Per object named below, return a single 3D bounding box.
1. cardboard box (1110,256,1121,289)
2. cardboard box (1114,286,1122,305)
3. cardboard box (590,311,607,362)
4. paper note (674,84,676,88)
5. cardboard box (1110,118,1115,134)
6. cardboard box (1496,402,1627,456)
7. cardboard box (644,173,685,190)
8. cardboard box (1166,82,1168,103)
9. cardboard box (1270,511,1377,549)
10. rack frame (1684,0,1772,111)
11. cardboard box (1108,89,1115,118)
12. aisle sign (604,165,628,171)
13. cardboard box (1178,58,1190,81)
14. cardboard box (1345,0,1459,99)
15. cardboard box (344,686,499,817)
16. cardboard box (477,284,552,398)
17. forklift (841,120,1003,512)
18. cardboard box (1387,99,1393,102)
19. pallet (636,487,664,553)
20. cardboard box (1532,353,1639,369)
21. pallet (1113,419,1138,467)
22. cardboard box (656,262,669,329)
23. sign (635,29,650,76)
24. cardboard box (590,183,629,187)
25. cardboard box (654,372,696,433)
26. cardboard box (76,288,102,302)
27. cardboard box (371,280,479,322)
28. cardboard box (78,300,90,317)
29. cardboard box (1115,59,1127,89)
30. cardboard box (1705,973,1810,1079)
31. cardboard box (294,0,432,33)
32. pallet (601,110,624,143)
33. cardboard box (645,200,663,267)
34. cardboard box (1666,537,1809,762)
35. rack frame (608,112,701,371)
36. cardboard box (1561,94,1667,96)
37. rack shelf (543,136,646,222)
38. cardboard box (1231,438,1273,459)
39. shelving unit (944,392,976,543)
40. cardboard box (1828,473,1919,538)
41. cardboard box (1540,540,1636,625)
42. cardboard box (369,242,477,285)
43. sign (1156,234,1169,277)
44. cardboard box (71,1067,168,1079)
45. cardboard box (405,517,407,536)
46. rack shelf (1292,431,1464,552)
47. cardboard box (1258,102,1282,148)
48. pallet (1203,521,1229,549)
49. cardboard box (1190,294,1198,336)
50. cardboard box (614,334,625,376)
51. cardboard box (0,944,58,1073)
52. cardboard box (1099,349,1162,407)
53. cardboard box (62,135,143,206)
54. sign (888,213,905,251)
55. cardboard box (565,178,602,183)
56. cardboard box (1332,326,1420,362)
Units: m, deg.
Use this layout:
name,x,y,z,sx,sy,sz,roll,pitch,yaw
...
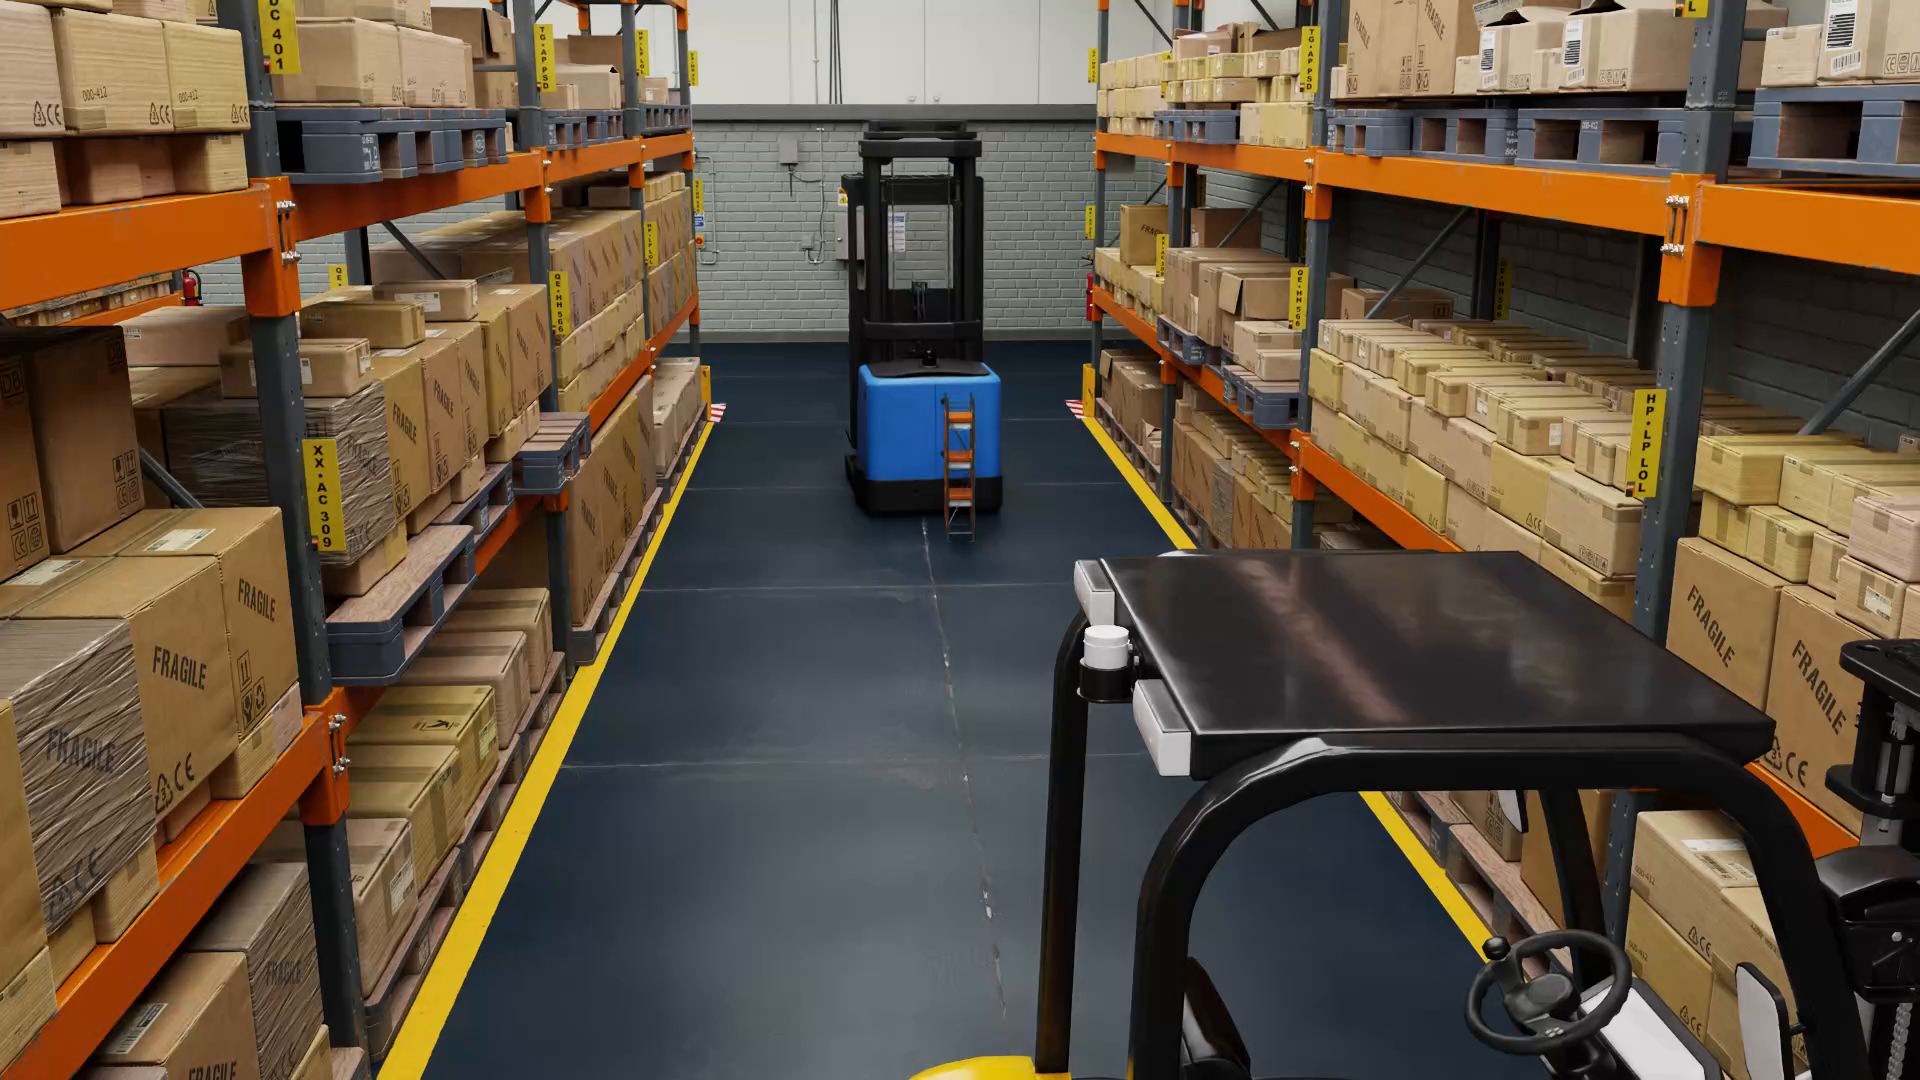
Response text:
name,x,y,z,sx,sy,sz,roll,pitch,yaw
cardboard box,1.670,-2.463,15.282,0.500,0.250,0.500,-1,14,-4
cardboard box,1.621,-2.231,15.181,0.380,0.149,0.250,-1,14,-5
cardboard box,-2.448,-1.244,10.141,0.500,0.250,0.500,-1,14,-4
paper note,-2.399,-3.827,14.008,0.006,0.032,0.123,-1,14,-3
cardboard box,1.586,-3.815,15.319,0.380,0.149,0.250,-1,14,-2
cardboard box,2.200,-0.408,6.091,0.380,0.149,0.250,-1,14,-5
cardboard box,-2.748,-3.317,15.389,0.380,0.149,0.250,-1,14,-4
cardboard box,1.714,-3.267,12.146,0.380,0.149,0.250,-1,14,-3
cardboard box,2.099,0.135,9.654,0.500,0.500,0.500,0,14,-2
rack frame,2.588,-2.681,4.385,1.000,3.000,0.127,-1,14,-3
cardboard box,1.651,-4.043,15.404,0.500,0.250,0.500,-1,14,-2
aisle sign,-3.404,-3.954,16.159,0.394,0.787,0.004,-1,14,-3
cardboard box,1.734,-3.282,11.605,0.380,0.149,0.250,-1,14,-4
cardboard box,2.142,-2.339,7.833,0.500,0.500,0.500,-1,14,-3
cardboard box,-2.494,0.890,6.980,0.950,0.372,0.625,0,14,-2
cardboard box,-2.308,-0.979,8.173,0.500,0.500,0.500,-1,14,-5
forklift,-0.389,-1.952,13.731,1.130,2.935,3.031,-2,15,-8
cardboard box,2.557,-2.500,9.204,0.380,0.149,0.250,-1,14,-4
pallet,-2.739,-0.146,12.170,1.003,0.211,1.213,-1,14,-3
cardboard box,2.767,-0.739,7.377,0.380,0.149,0.250,-1,14,-4
pallet,1.972,-0.889,15.059,1.003,0.211,1.213,-1,14,-3
cardboard box,-2.657,-1.982,13.508,0.500,0.500,0.500,-1,14,-3
sign,-2.321,-3.553,12.129,0.100,0.325,0.005,-1,14,-3
cardboard box,-2.712,-2.743,13.158,0.380,0.149,0.250,-1,14,-4
cardboard box,-2.904,-1.254,15.181,0.875,0.438,0.875,0,14,-2
cardboard box,-7.671,-2.287,14.097,0.500,0.500,0.500,0,14,-1
cardboard box,-2.231,-1.000,6.951,0.380,0.149,0.250,-2,15,-6
cardboard box,-7.717,-1.995,14.263,0.380,0.149,0.250,-1,14,-2
cardboard box,1.679,-4.160,14.856,0.500,0.250,0.500,-1,14,-4
cardboard box,2.343,1.361,4.388,0.500,0.250,0.500,-1,14,-4
cardboard box,-2.043,-1.798,5.432,0.500,0.250,0.500,-1,14,-5
pallet,-2.756,-2.820,11.331,0.805,0.209,1.217,-1,15,-6
cardboard box,-2.675,-2.468,13.390,0.500,0.500,0.500,-1,14,-4
cardboard box,2.355,0.291,4.676,0.500,0.500,0.500,-1,14,-5
rack frame,-3.110,-2.682,16.430,1.000,3.000,0.127,-1,14,-3
cardboard box,2.548,-1.833,6.536,0.380,0.166,0.250,-1,14,-3
rack shelf,-2.738,-2.294,10.347,1.077,0.370,4.000,-1,14,-3
cardboard box,2.038,-0.588,11.164,0.380,0.149,0.250,-1,14,-3
shelving unit,-0.003,-0.522,11.947,0.215,1.050,0.252,-1,14,-3
cardboard box,2.442,-0.071,4.183,0.380,0.149,0.250,-1,14,-4
cardboard box,2.295,0.176,5.623,0.500,0.250,0.500,-1,14,-2
cardboard box,-2.907,-1.350,9.045,0.500,0.500,0.500,-1,14,-5
sign,1.551,-2.174,12.718,0.100,0.325,0.005,-1,14,-3
cardboard box,-1.996,1.464,3.488,0.500,0.500,0.500,0,14,0
cardboard box,-2.186,-0.053,5.875,0.380,0.149,0.250,0,14,0
rack shelf,2.464,0.076,7.156,1.077,0.370,4.000,-1,14,-3
cardboard box,2.034,-2.399,9.611,0.500,0.250,0.500,-1,14,-3
pallet,2.259,0.092,11.247,1.003,0.211,1.213,-1,14,-3
cardboard box,1.795,-1.552,11.464,0.396,0.266,0.258,0,14,-1
cardboard box,-2.540,-1.254,11.183,0.500,0.250,0.500,-1,14,-5
cardboard box,-1.938,0.879,3.093,0.380,0.149,0.250,-1,14,-3
cardboard box,1.788,-1.600,16.394,0.797,0.503,0.637,-1,15,-6
cardboard box,-2.074,-0.827,3.707,0.380,0.149,0.250,-1,14,-3
sign,-0.897,-4.093,22.106,0.329,0.494,0.001,-1,14,-3
cardboard box,-3.245,-2.985,14.101,0.380,0.149,0.250,-1,14,-3
cardboard box,2.083,-0.982,8.322,0.380,0.149,0.250,-1,14,-2
